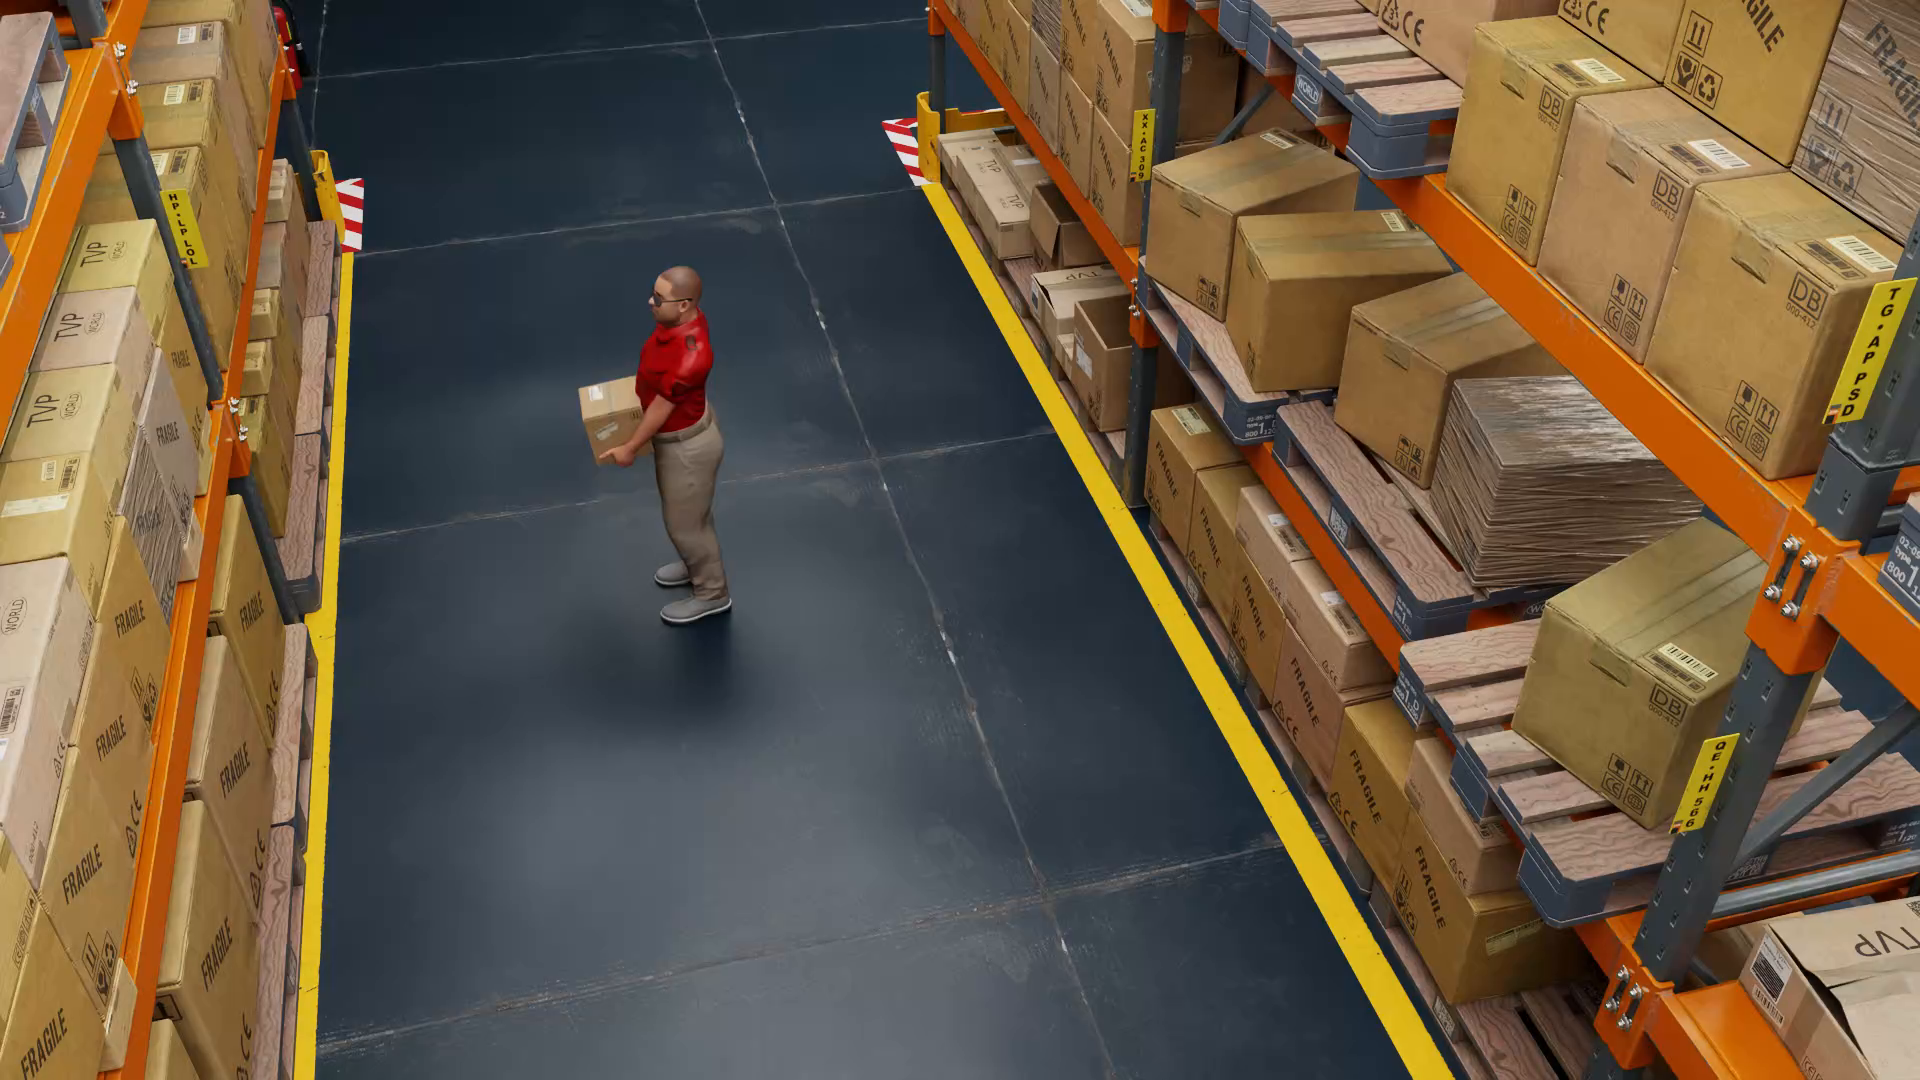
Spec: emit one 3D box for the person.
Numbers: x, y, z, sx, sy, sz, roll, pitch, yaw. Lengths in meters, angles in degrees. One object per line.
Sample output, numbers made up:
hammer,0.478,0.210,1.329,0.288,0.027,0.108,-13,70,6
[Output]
person,-1.303,-0.407,7.261,0.537,1.717,0.494,-9,39,-11
